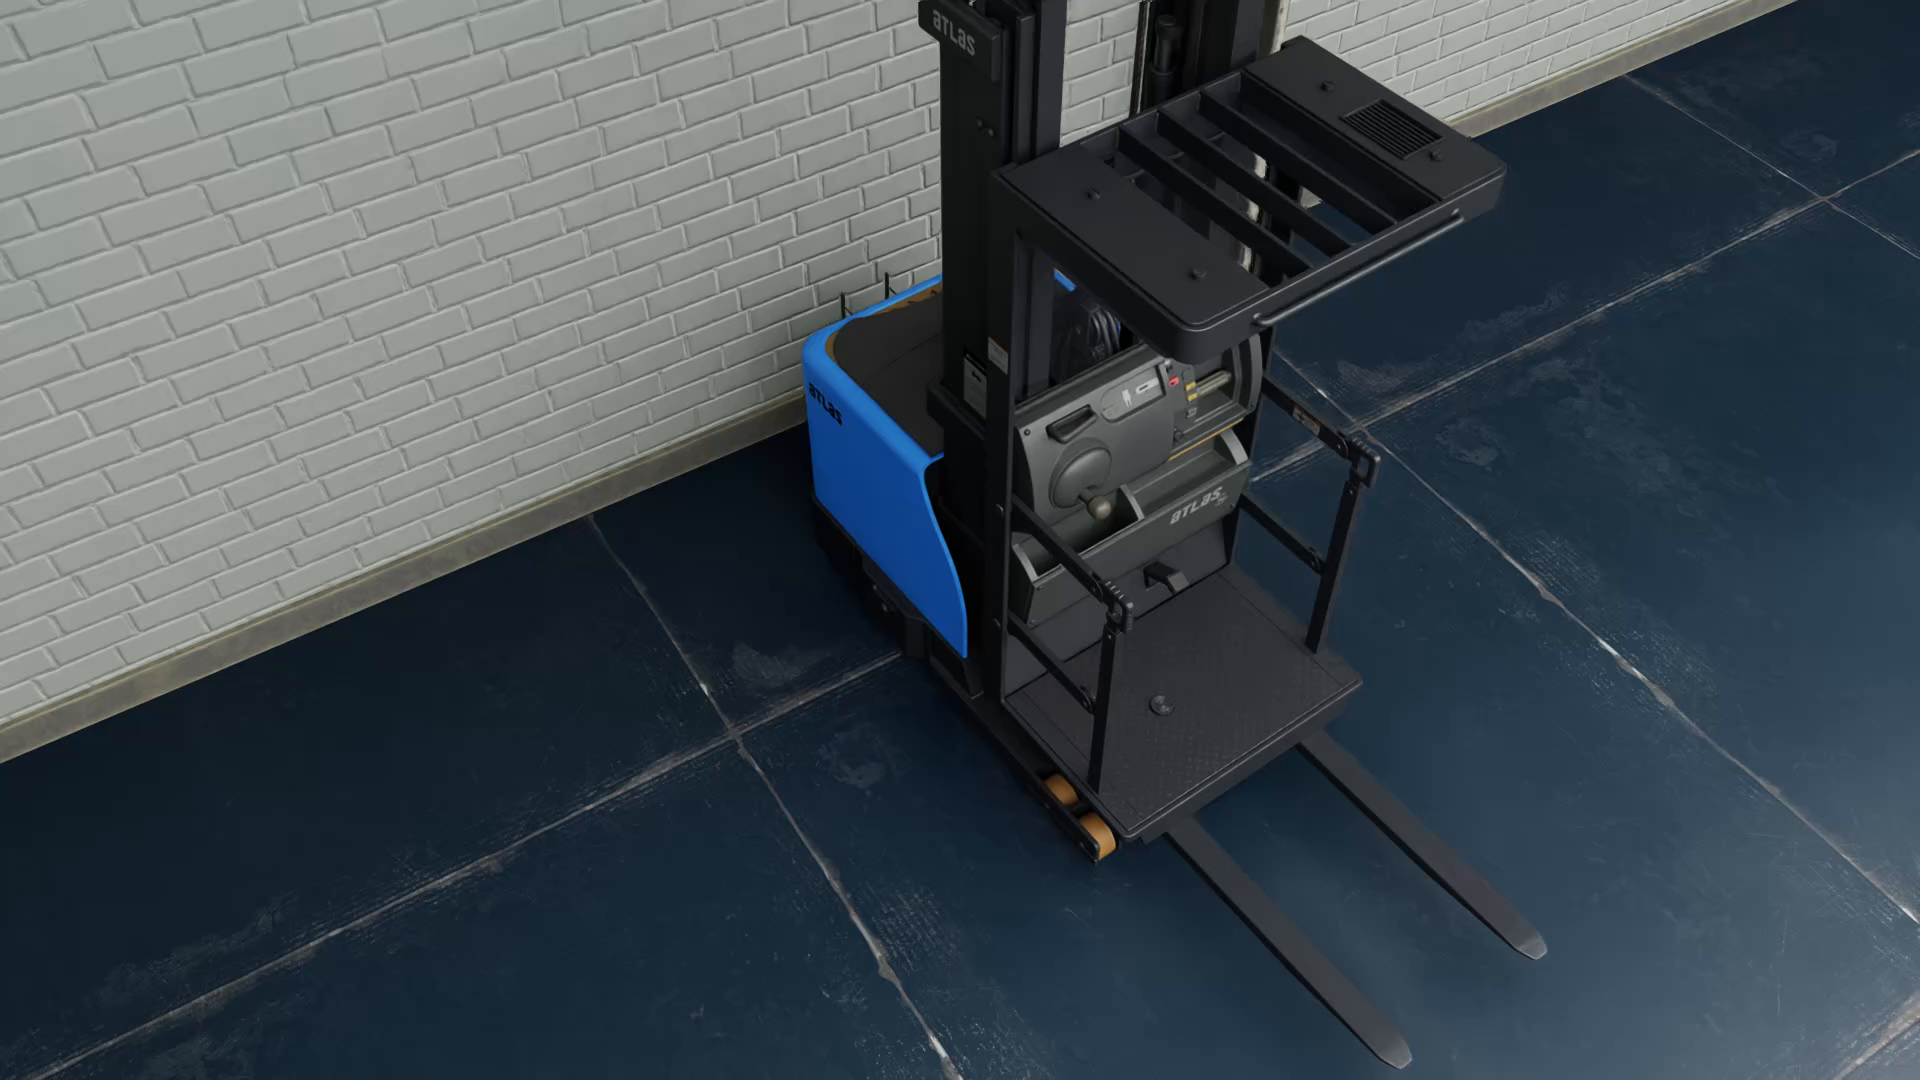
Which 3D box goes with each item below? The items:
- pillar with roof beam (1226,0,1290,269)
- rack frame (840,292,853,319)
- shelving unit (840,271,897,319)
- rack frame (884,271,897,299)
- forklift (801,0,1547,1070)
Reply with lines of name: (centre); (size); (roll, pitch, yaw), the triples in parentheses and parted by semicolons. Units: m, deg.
pillar with roof beam: (3.383, -1.504, 2.009); (0.400, 9.000, 9.100); (-25, 53, -21)
rack frame: (-0.383, -0.573, 6.603); (0.006, 0.900, 0.240); (-29, 54, -23)
shelving unit: (-0.301, -0.618, 6.643); (0.210, 0.900, 0.258); (-29, 54, -23)
rack frame: (-0.219, -0.663, 6.683); (0.006, 0.900, 0.240); (-29, 54, -23)
forklift: (0.694, -0.297, 4.998); (1.130, 2.935, 3.031); (-29, 54, -23)
